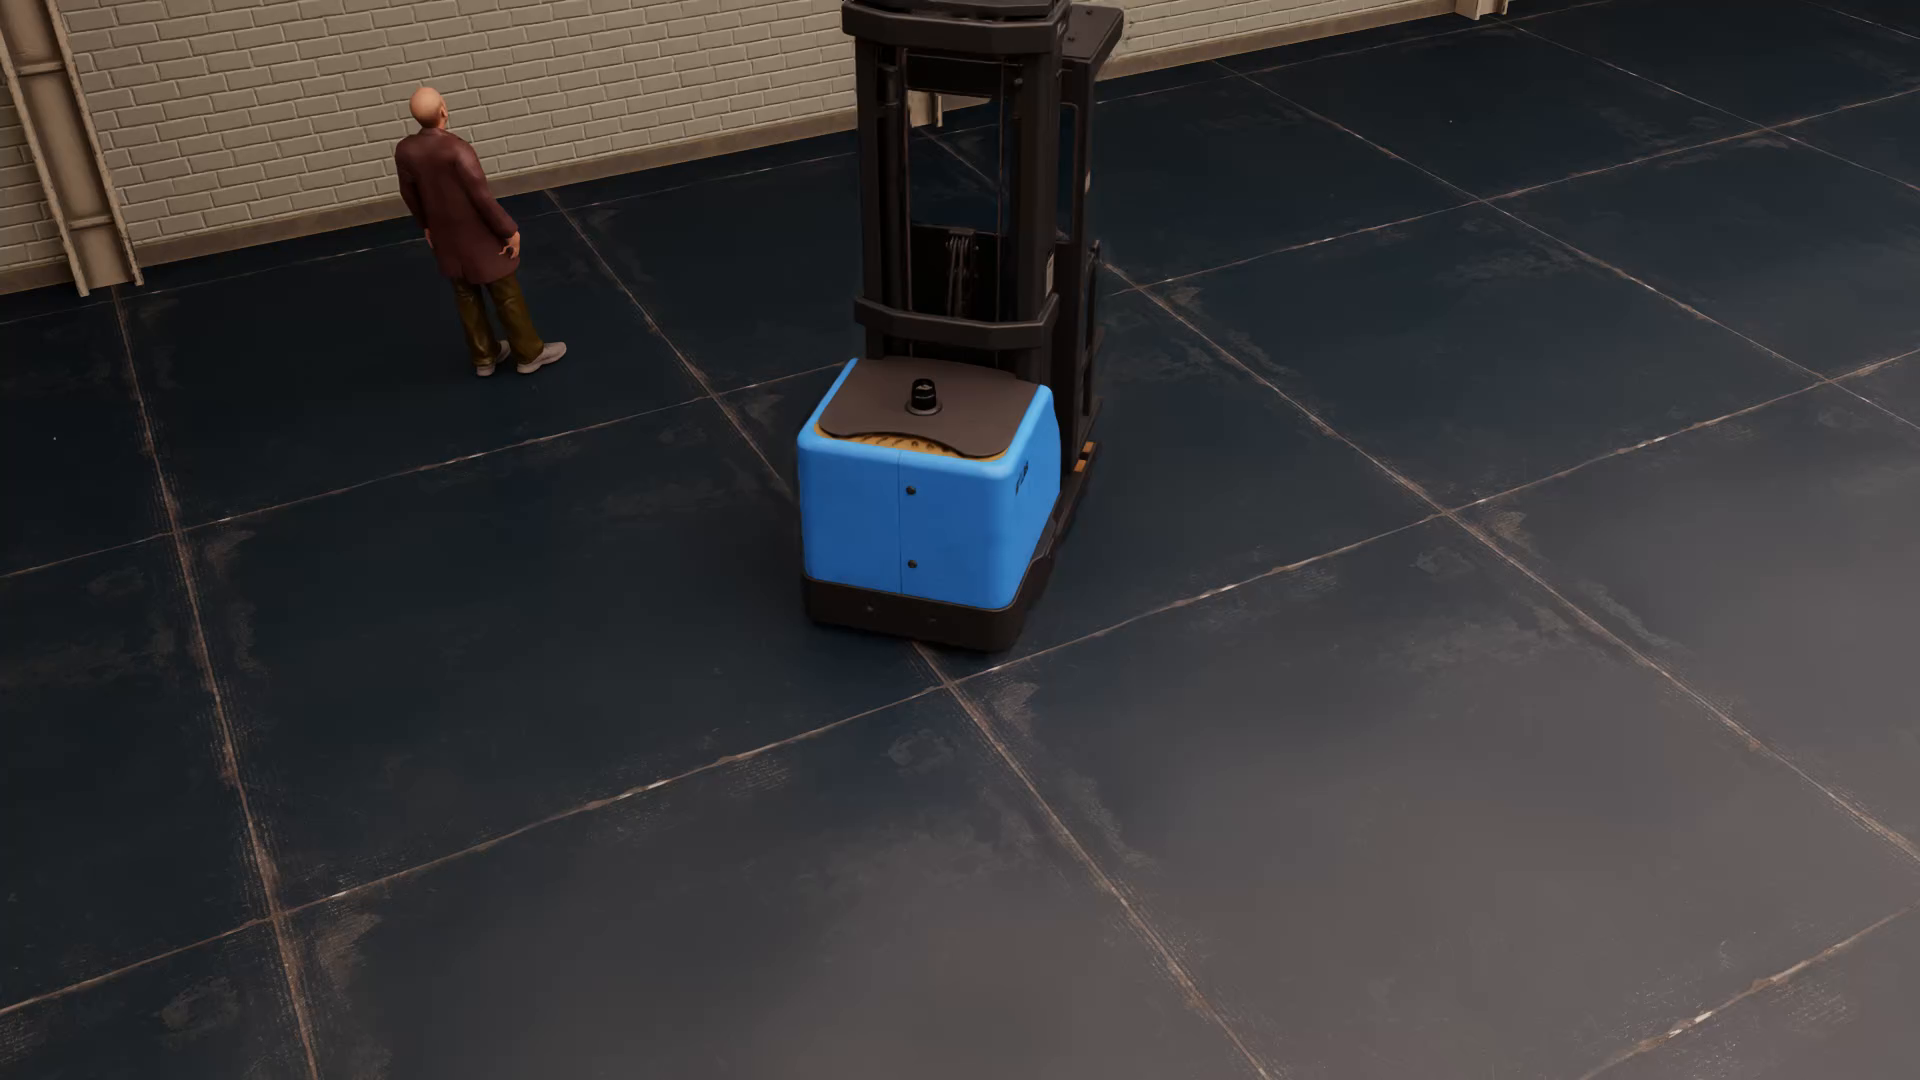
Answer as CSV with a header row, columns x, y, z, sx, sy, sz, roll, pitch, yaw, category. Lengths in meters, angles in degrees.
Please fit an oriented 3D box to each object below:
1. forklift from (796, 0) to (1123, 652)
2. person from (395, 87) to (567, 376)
x,y,z,sx,sy,sz,roll,pitch,yaw,category
0.139,-1.523,8.278,1.130,2.935,3.031,9,36,13,forklift
-2.818,-1.807,9.667,0.695,1.775,0.584,13,37,18,person
